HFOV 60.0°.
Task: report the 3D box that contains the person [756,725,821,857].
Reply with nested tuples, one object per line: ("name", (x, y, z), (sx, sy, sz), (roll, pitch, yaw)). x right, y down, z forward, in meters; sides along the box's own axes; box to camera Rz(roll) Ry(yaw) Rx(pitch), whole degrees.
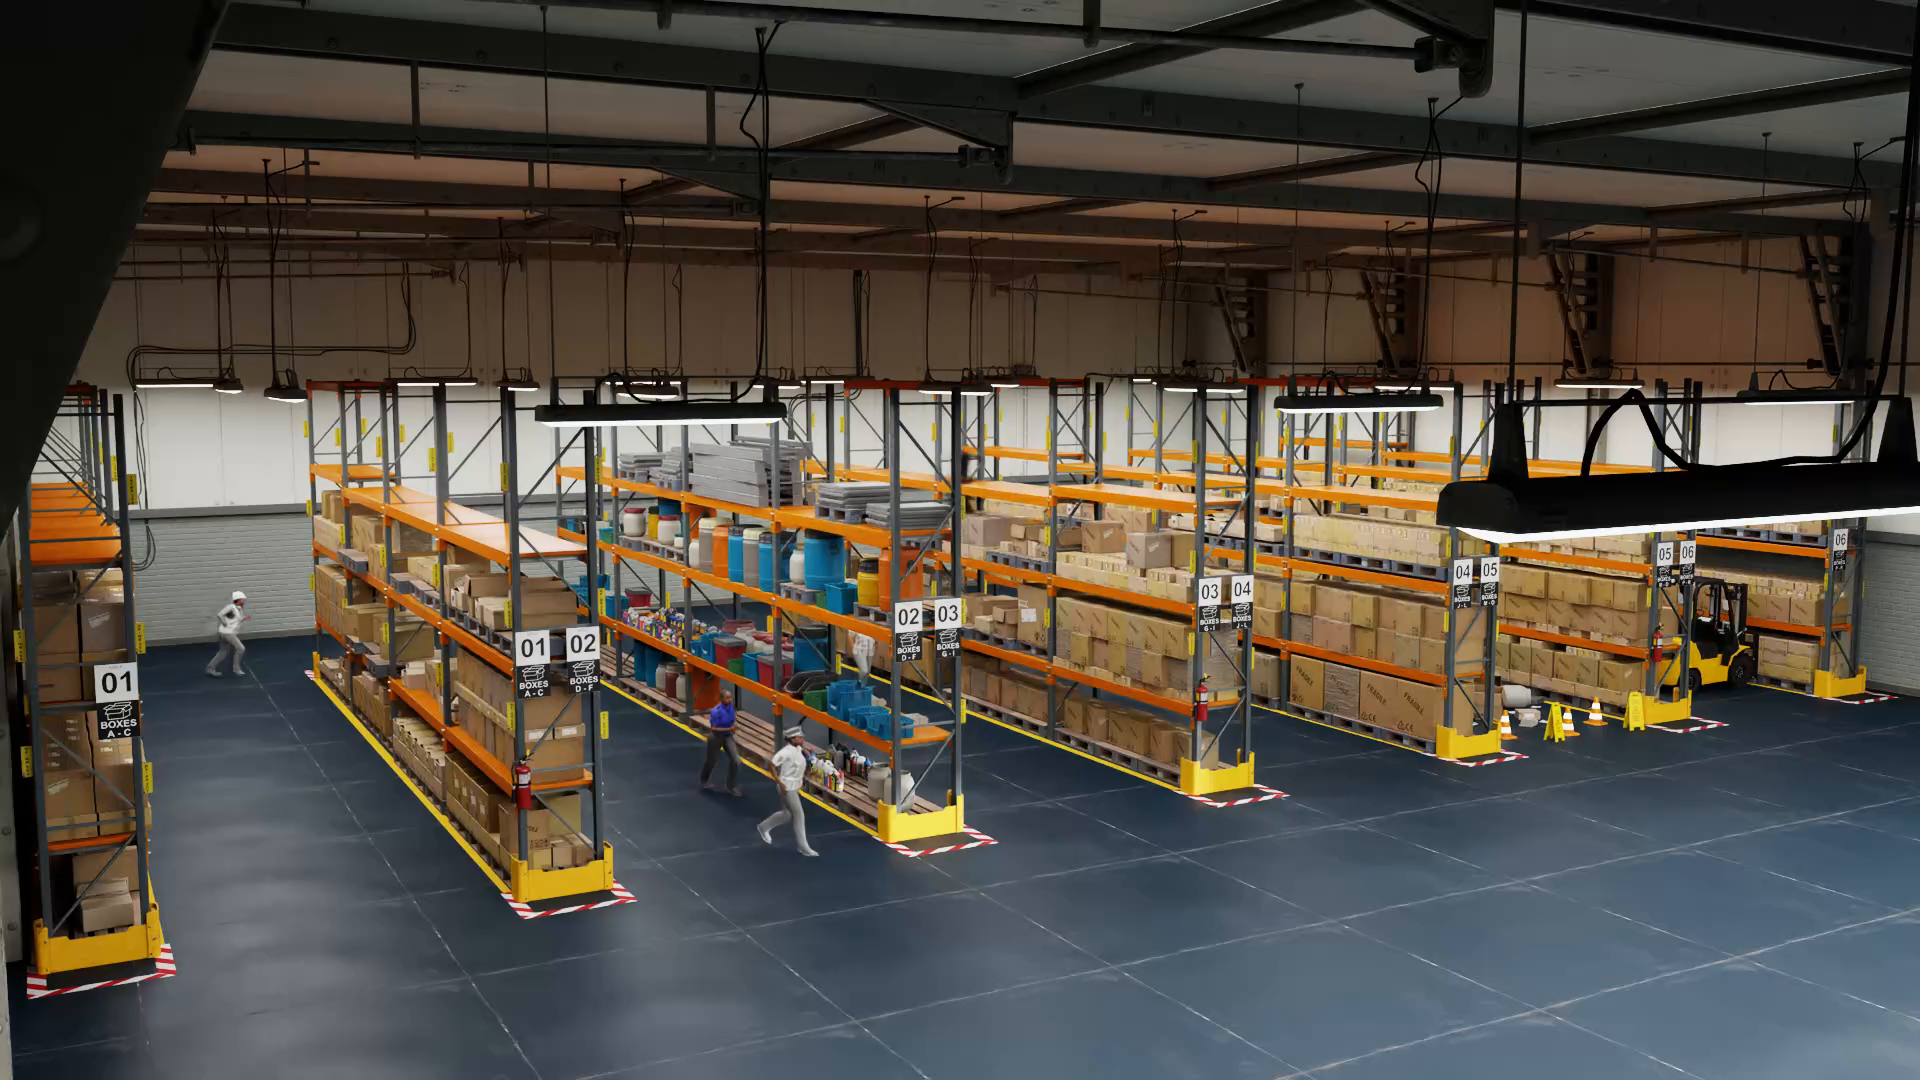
("person", (-2.246, 3.224, 21.509), (0.888, 1.701, 0.550), (2, 6, 17))

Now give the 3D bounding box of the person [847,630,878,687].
("person", (-1.806, 2.189, 31.427), (0.519, 1.683, 0.798), (-4, 7, -32))

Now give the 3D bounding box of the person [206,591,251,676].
("person", (-14.866, 1.900, 33.794), (0.869, 1.705, 0.661), (-2, 6, -15))

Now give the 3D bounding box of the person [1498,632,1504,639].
("person", (11.309, 1.866, 34.862), (0.685, 1.564, 0.900), (-5, 8, -41))

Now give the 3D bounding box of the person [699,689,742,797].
("person", (-3.490, 2.953, 24.373), (0.572, 1.626, 0.949), (-5, 8, -42))
